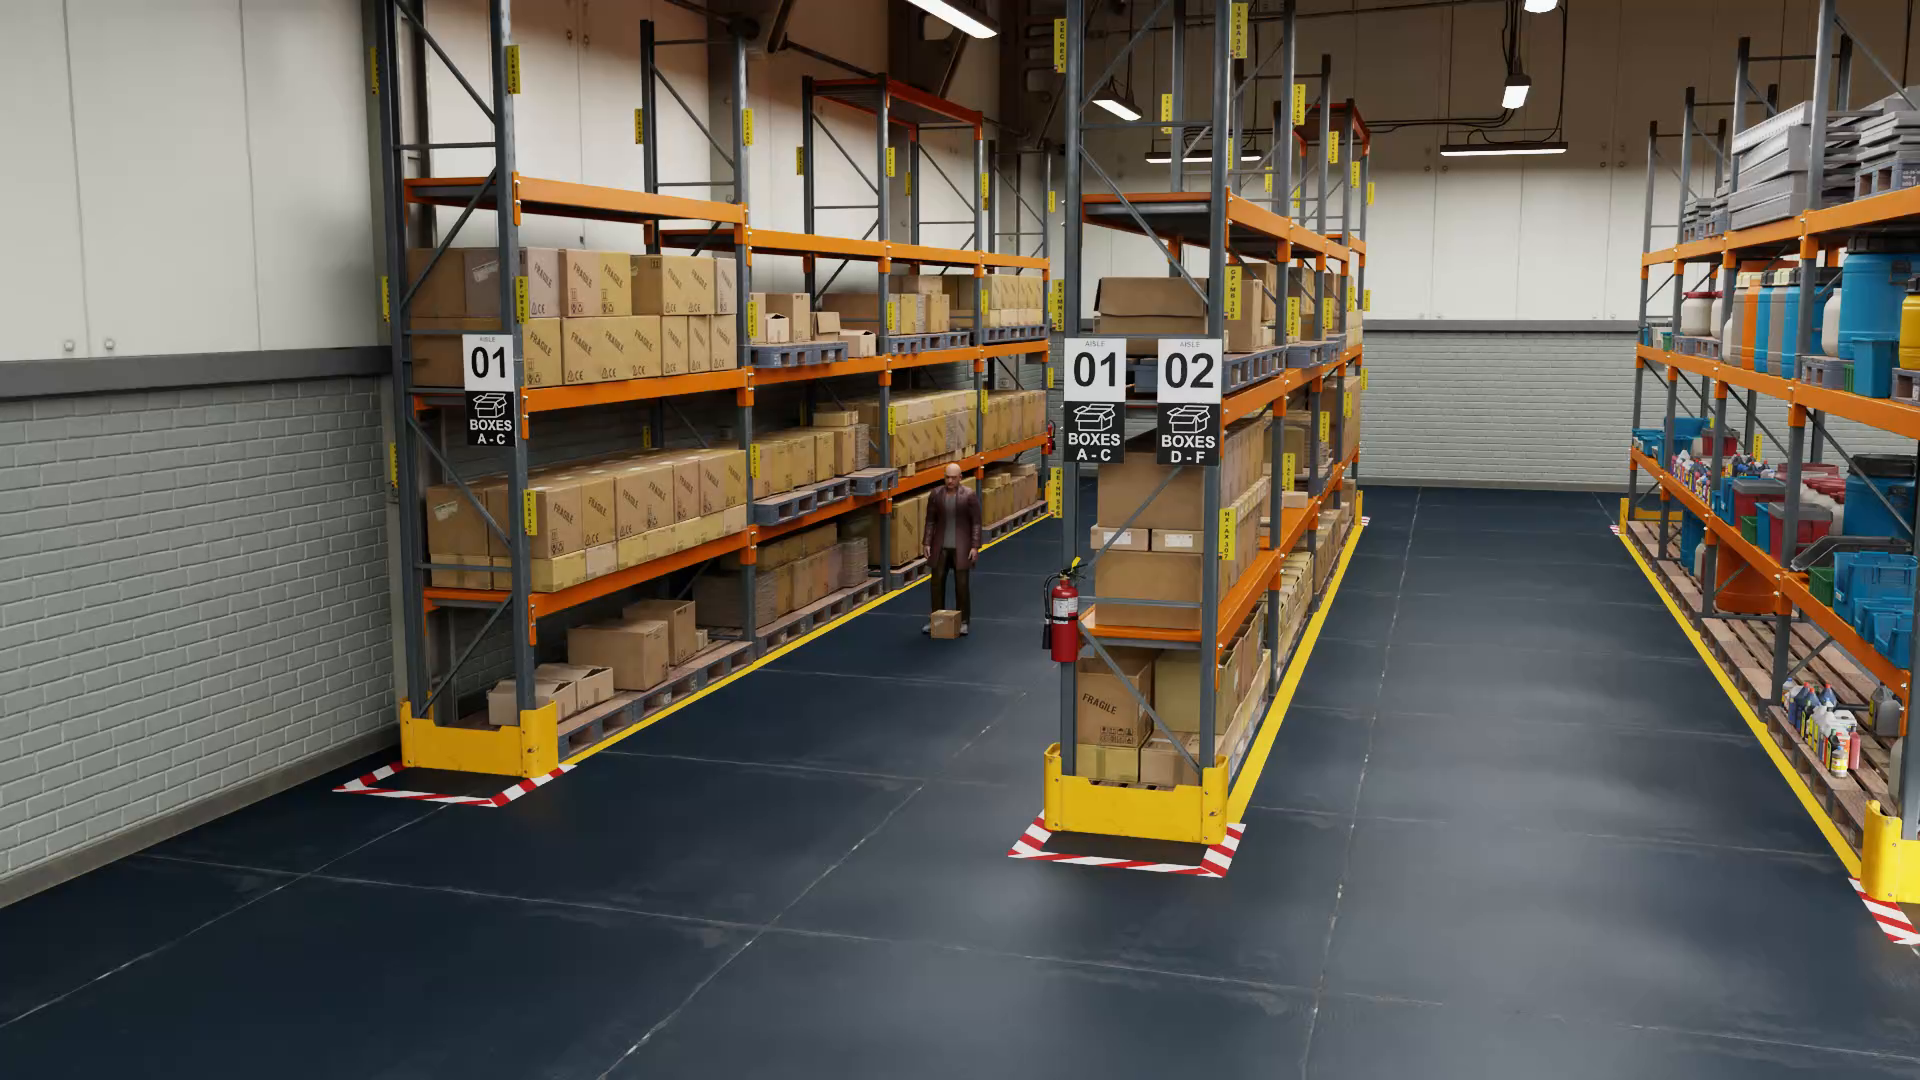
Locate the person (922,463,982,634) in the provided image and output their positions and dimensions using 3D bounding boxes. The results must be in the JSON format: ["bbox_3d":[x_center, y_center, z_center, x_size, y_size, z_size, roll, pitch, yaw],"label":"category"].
[{"bbox_3d":[-0.087,0.082,17.310,0.641,1.773,0.424,2,8,14],"label":"person"}]
